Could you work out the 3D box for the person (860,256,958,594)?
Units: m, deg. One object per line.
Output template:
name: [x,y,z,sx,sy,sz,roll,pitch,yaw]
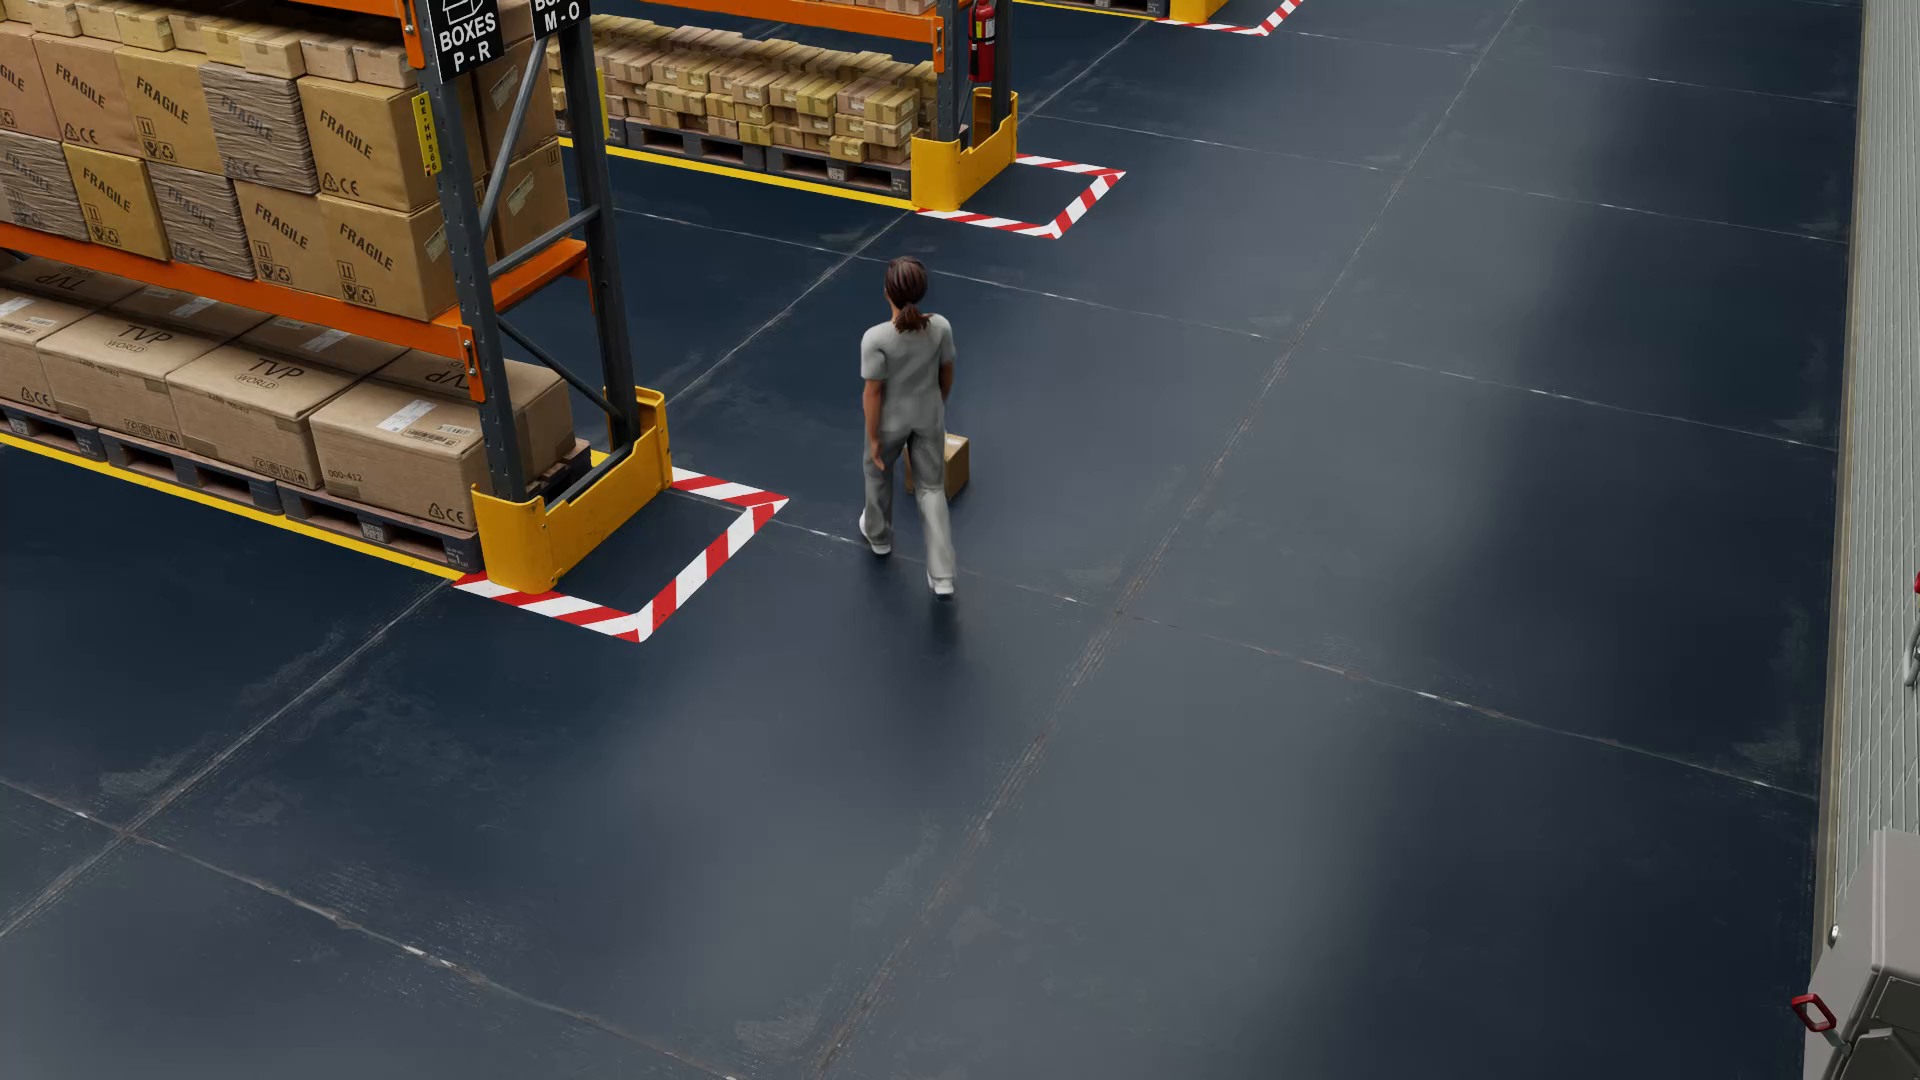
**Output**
person: [-0.241,-0.541,7.506,0.449,1.634,0.900,-9,35,-13]
